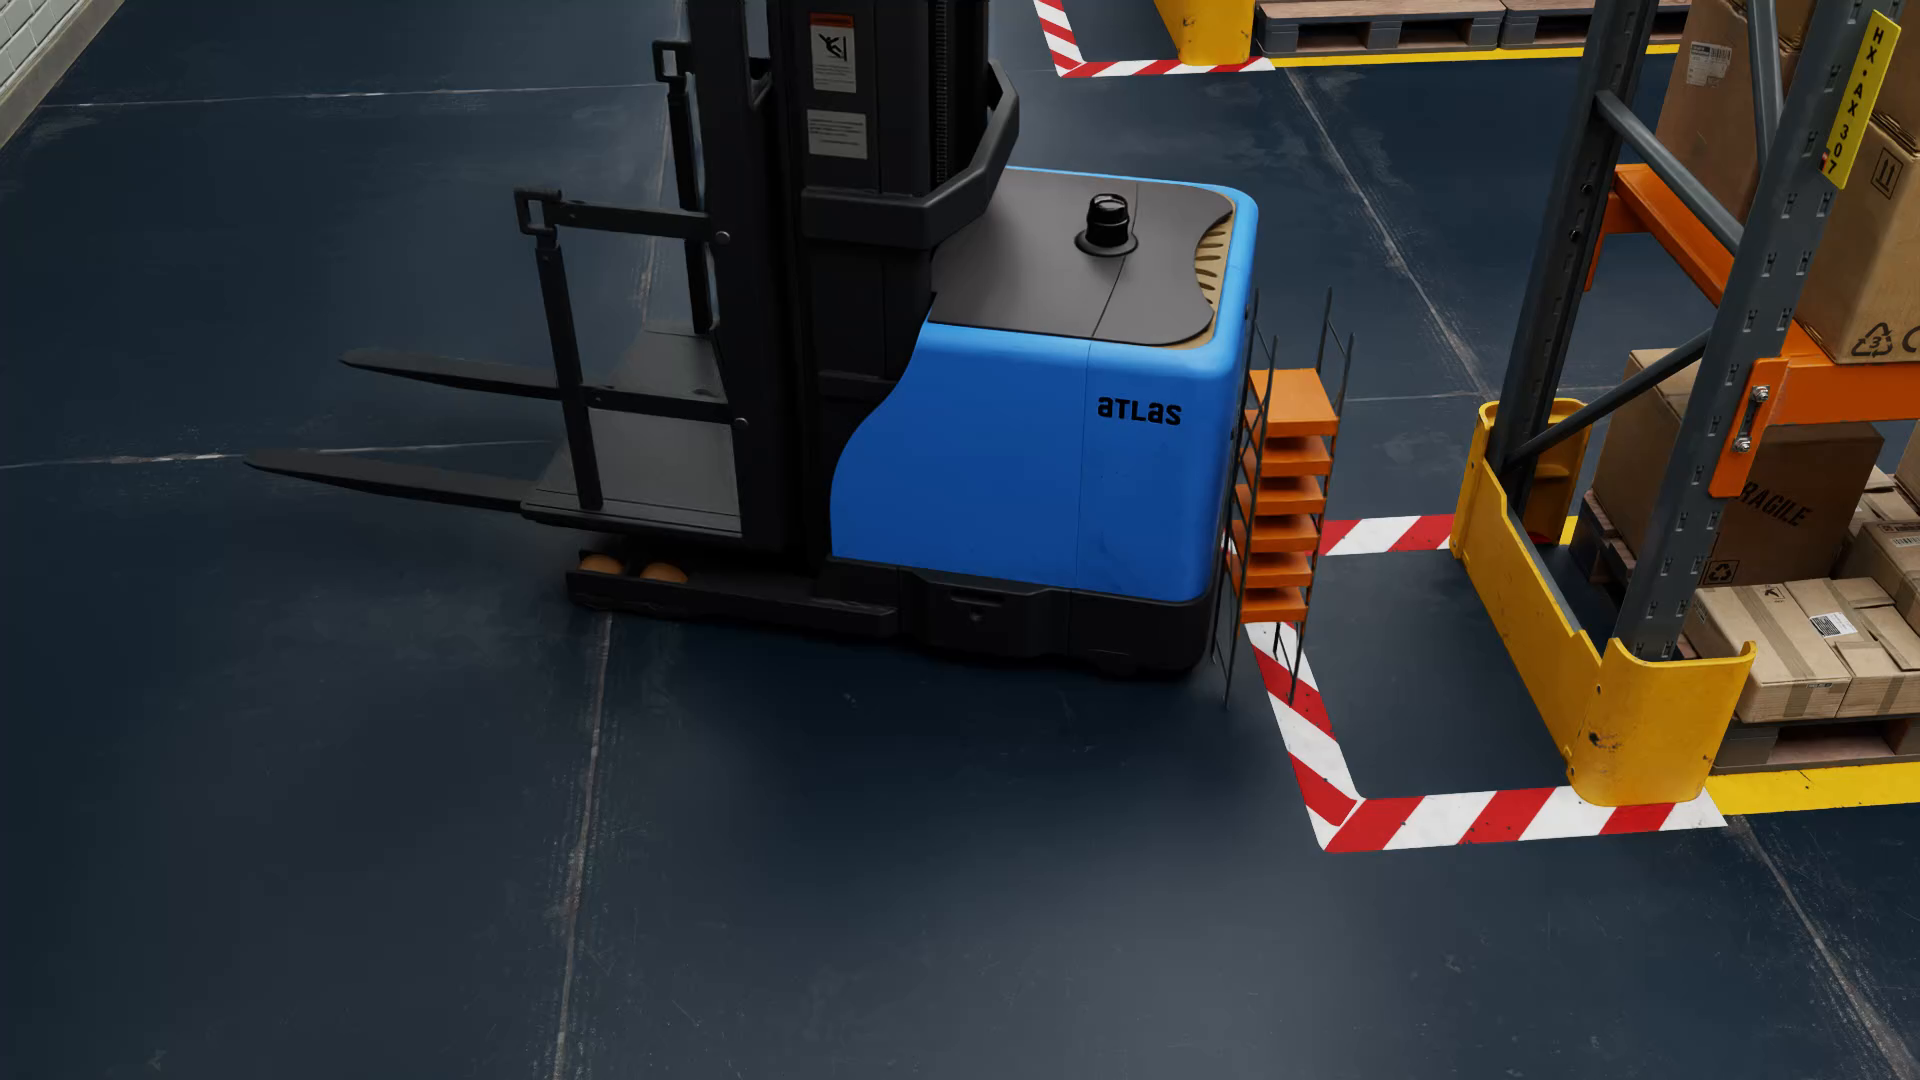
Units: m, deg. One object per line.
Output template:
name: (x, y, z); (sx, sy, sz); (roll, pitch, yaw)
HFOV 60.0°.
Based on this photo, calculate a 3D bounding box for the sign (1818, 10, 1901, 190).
sign: (1.727, -0.845, 3.200); (0.005, 0.325, 0.100); (-3, 38, -4)

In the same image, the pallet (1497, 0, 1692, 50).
pallet: (3.281, -2.887, 8.739); (1.213, 0.211, 1.003); (-3, 38, -4)

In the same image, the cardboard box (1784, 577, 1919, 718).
cardboard box: (2.375, 0.275, 4.411); (0.250, 0.166, 0.380); (-3, 38, -4)

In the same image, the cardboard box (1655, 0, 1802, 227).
cardboard box: (2.100, -1.071, 4.105); (0.500, 0.500, 0.500); (-2, 38, -3)

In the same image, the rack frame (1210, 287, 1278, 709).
rack frame: (0.738, -0.075, 4.373); (0.006, 1.200, 0.240); (-2, 38, -3)

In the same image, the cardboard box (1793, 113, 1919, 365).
cardboard box: (2.144, -0.740, 3.686); (0.500, 0.500, 0.500); (-2, 38, -3)

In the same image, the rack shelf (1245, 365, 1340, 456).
rack shelf: (0.830, -0.328, 4.185); (0.180, 0.103, 0.258); (-2, 38, -3)

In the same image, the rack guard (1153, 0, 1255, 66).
rack guard: (1.221, -2.905, 8.528); (0.348, 0.500, 1.175); (-3, 38, -4)

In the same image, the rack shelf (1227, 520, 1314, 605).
rack shelf: (0.830, 0.052, 4.478); (0.180, 0.103, 0.258); (-2, 38, -3)

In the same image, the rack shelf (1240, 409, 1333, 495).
rack shelf: (0.830, -0.233, 4.258); (0.180, 0.103, 0.258); (-2, 38, -3)

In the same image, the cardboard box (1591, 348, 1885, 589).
cardboard box: (2.198, -0.213, 4.761); (0.500, 0.500, 0.500); (-3, 38, -4)

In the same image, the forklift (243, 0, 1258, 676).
forklift: (-0.697, -1.229, 4.441); (3.031, 2.935, 1.130); (8, 39, 9)

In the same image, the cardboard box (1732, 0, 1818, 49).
cardboard box: (2.097, -1.465, 3.798); (0.500, 0.500, 0.500); (-3, 38, -4)

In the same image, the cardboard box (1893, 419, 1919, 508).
cardboard box: (3.147, -0.148, 4.881); (0.500, 0.250, 0.500); (-3, 38, -4)

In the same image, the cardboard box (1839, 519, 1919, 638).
cardboard box: (2.743, 0.185, 4.459); (0.500, 0.250, 0.500); (-3, 38, -4)

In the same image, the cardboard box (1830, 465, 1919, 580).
cardboard box: (2.609, -0.048, 4.822); (0.250, 0.166, 0.380); (-3, 38, -4)

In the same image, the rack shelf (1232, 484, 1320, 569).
rack shelf: (0.830, -0.043, 4.405); (0.180, 0.103, 0.258); (-2, 38, -3)

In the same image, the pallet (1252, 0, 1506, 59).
pallet: (2.068, -2.822, 8.657); (1.213, 0.211, 1.003); (-3, 38, -4)

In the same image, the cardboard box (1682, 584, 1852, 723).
cardboard box: (2.126, 0.296, 4.400); (0.250, 0.149, 0.380); (-3, 38, -4)

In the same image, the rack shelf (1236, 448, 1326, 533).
rack shelf: (0.830, -0.138, 4.331); (0.180, 0.103, 0.258); (-2, 38, -3)

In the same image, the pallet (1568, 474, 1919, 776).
pallet: (2.548, 0.207, 4.818); (1.213, 0.211, 1.003); (-3, 38, -4)

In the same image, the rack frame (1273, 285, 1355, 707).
rack frame: (0.921, -0.081, 4.382); (0.006, 1.200, 0.240); (-2, 38, -3)

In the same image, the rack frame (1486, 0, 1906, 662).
rack frame: (1.678, -0.839, 3.892); (0.127, 3.000, 1.000); (-3, 38, -4)

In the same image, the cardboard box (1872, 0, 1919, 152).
cardboard box: (2.144, -1.133, 3.376); (0.500, 0.500, 0.500); (-2, 38, -3)

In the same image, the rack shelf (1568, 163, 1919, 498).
rack shelf: (3.670, -0.667, 4.254); (4.000, 0.370, 1.077); (-3, 38, -4)

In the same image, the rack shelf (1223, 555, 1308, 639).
rack shelf: (0.830, 0.147, 4.551); (0.180, 0.103, 0.258); (-2, 38, -3)

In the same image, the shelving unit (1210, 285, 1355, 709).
shelving unit: (0.830, -0.078, 4.378); (0.189, 1.200, 0.258); (-2, 38, -3)

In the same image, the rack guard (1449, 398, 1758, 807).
rack guard: (1.754, 0.138, 4.672); (0.348, 0.500, 1.175); (-3, 38, -4)
